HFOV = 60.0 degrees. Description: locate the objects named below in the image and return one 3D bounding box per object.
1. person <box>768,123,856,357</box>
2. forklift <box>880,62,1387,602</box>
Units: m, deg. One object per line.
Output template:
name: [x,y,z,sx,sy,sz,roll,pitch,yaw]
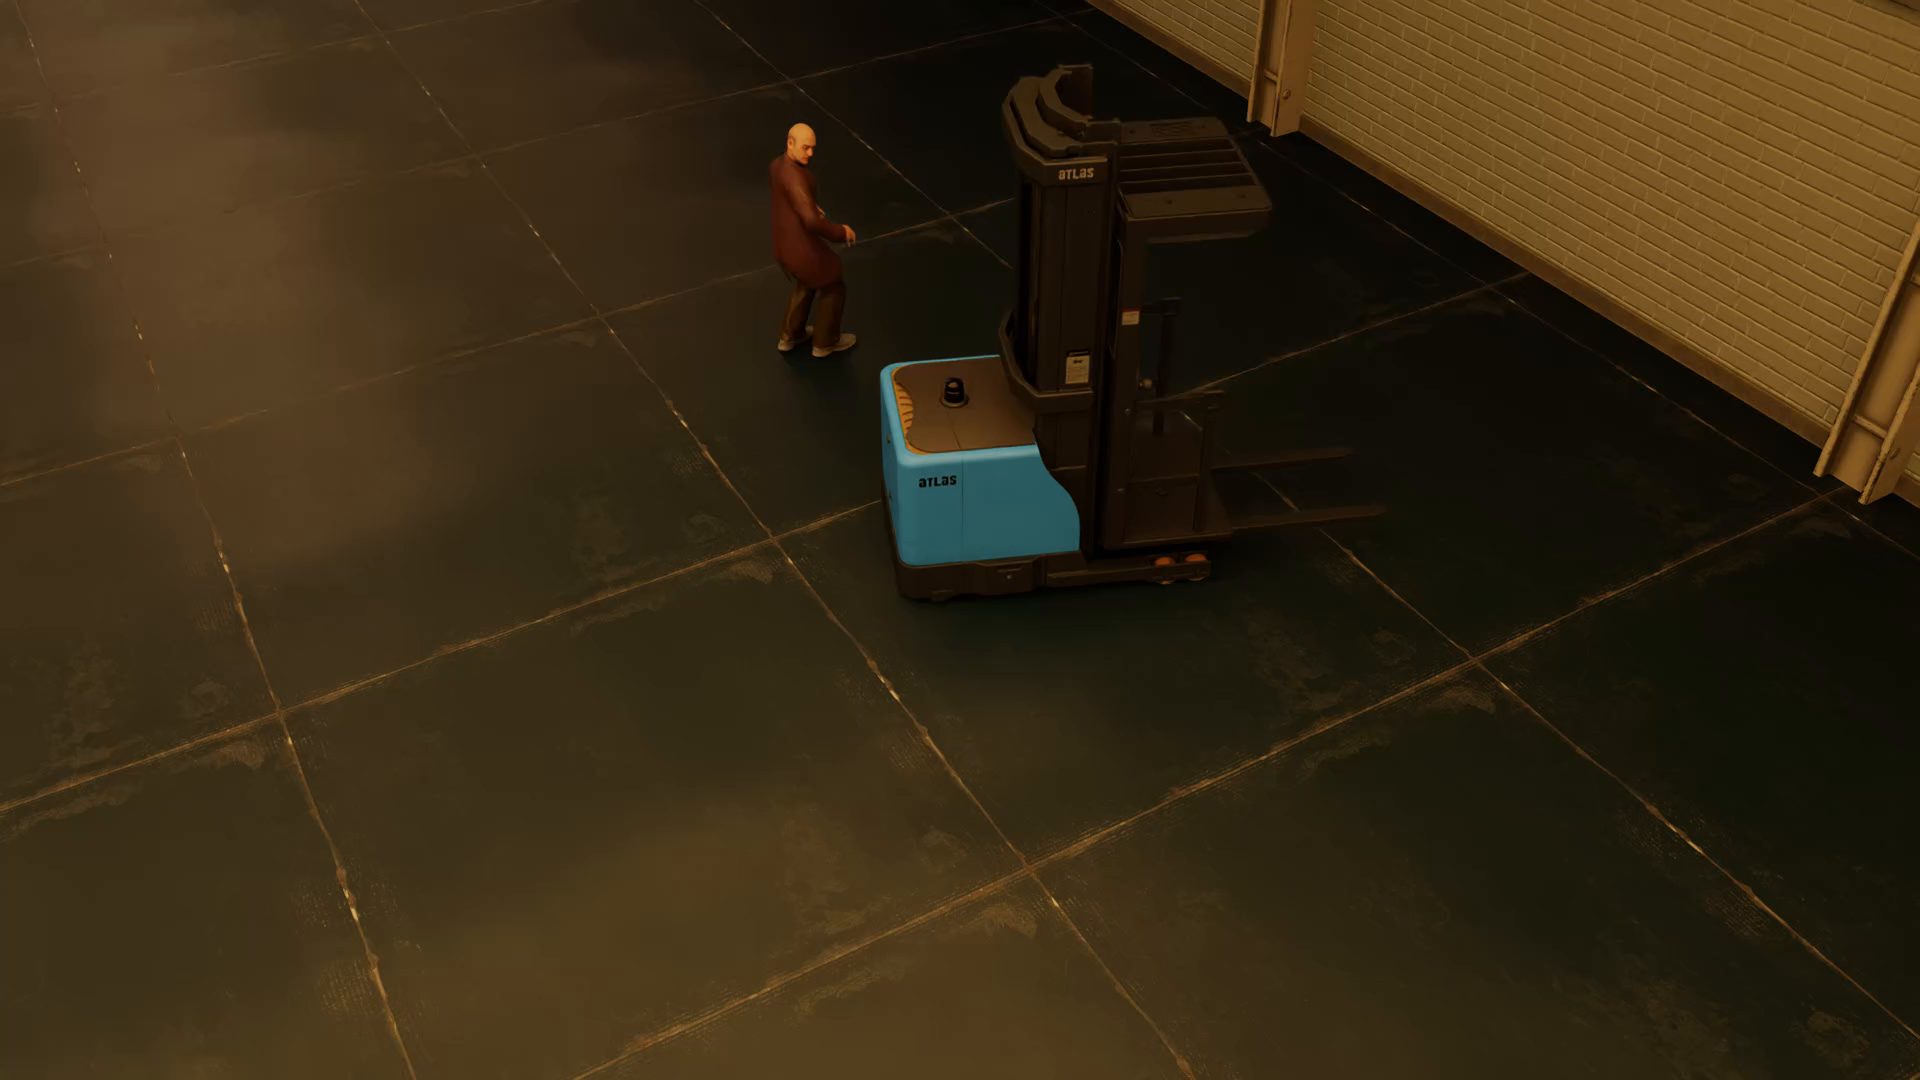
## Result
person: [-1.040,-2.063,11.497,0.551,1.728,0.825,-21,44,-24]
forklift: [1.070,-1.192,9.474,3.031,2.935,1.130,-6,40,-7]
